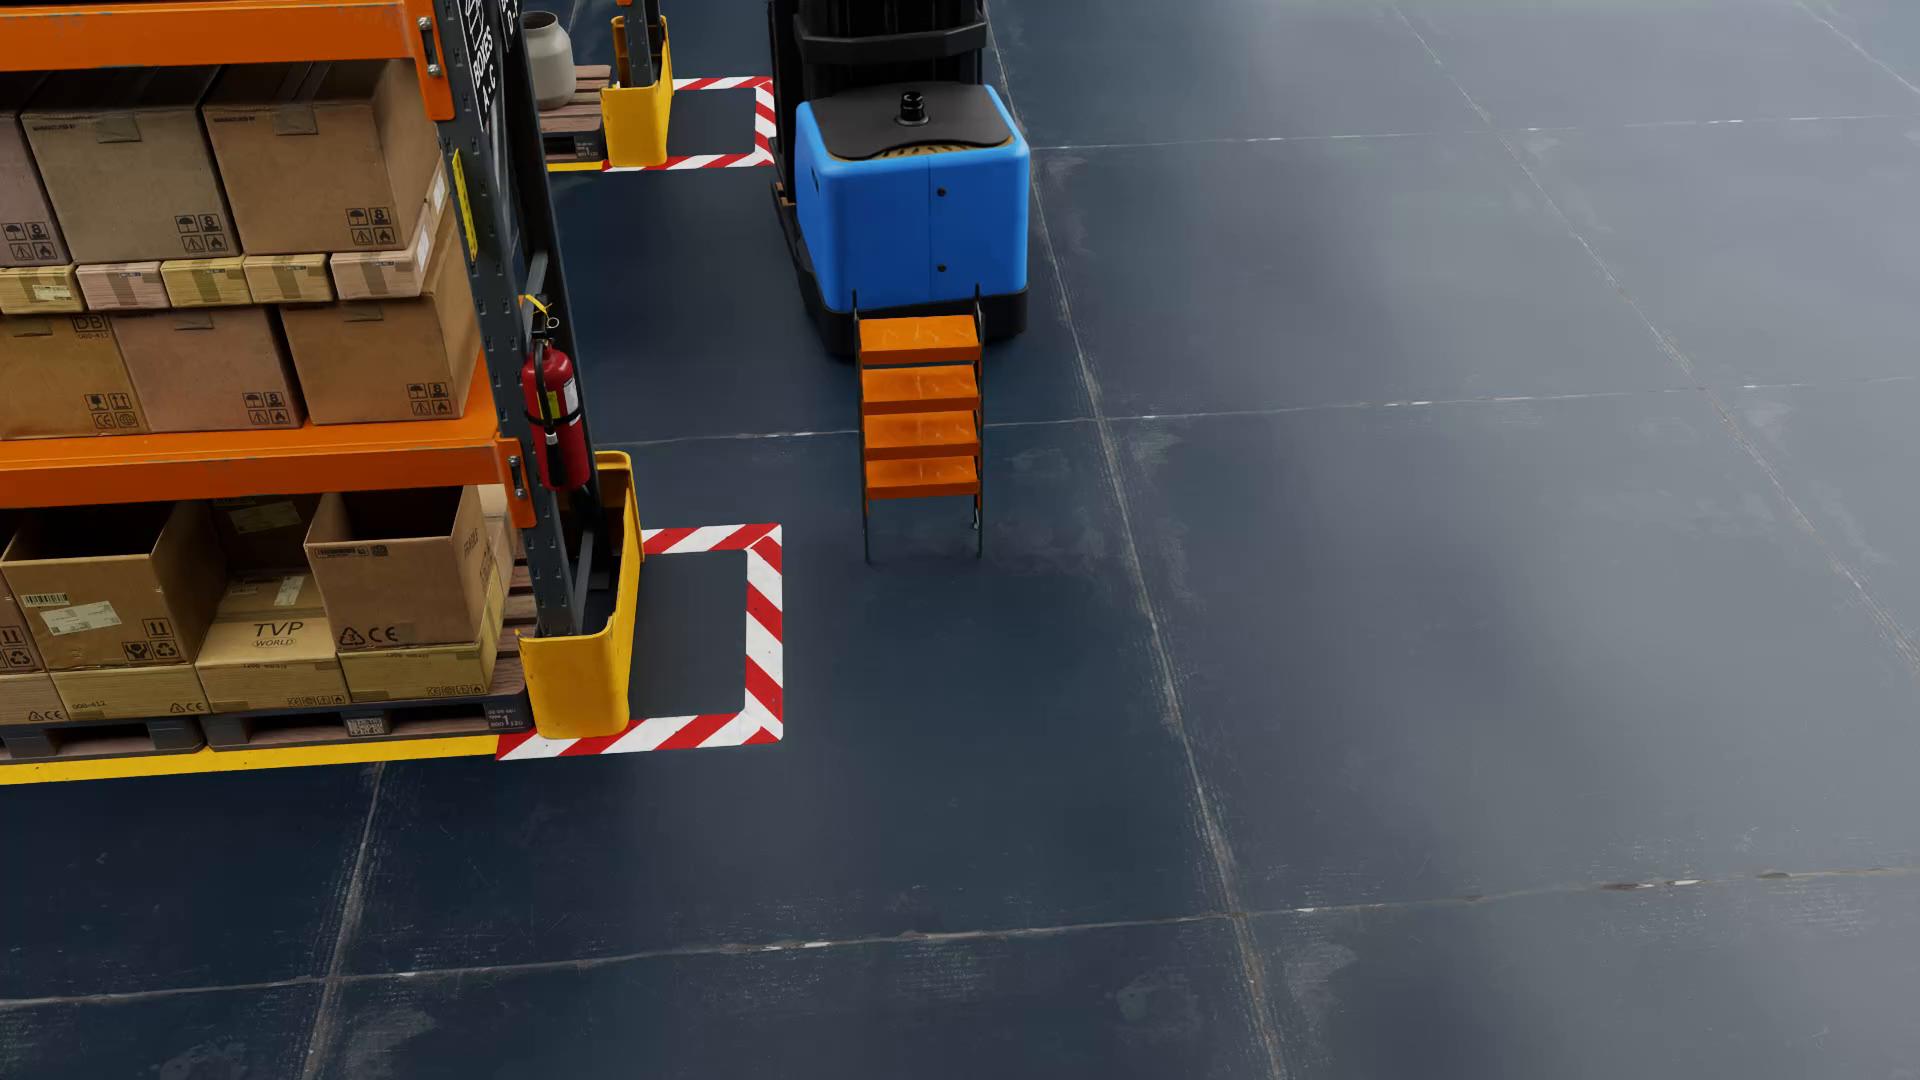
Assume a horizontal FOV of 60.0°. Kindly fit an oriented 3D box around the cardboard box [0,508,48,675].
[{"bbox_3d":[-3.512,0.136,5.931,0.500,0.500,0.500,-3,38,-4],"label":"cardboard box"}]

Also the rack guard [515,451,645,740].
[{"bbox_3d":[-1.488,0.193,6.602,0.348,0.500,1.175,-3,38,-4],"label":"rack guard"}]

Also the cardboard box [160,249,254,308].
[{"bbox_3d":[-2.391,-0.913,5.382,0.250,0.149,0.380,-4,38,-5],"label":"cardboard box"}]

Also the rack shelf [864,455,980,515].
[{"bbox_3d":[-0.165,-0.253,7.032,0.480,0.148,0.258,-3,38,-4],"label":"rack shelf"}]

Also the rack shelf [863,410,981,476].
[{"bbox_3d":[-0.165,-0.409,6.909,0.480,0.148,0.258,-3,38,-4],"label":"rack shelf"}]

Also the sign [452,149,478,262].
[{"bbox_3d":[-1.477,-0.999,4.969,0.005,0.325,0.100,-3,38,-4],"label":"sign"}]

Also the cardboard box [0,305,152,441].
[{"bbox_3d":[-2.995,-0.753,5.702,0.500,0.500,0.700,-3,38,-4],"label":"cardboard box"}]

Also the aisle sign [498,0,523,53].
[{"bbox_3d":[-1.473,-2.000,5.265,0.004,0.787,0.394,-3,38,-4],"label":"aisle sign"}]

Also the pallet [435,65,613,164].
[{"bbox_3d":[-2.828,-2.674,10.469,1.213,0.211,1.003,-3,38,-4],"label":"pallet"}]

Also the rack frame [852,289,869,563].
[{"bbox_3d":[-0.408,-0.449,6.850,0.015,1.200,0.240,-3,38,-4],"label":"rack frame"}]

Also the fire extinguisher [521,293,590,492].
[{"bbox_3d":[-1.353,-0.477,5.495,0.183,0.674,0.296,-3,38,-4],"label":"fire extinguisher"}]

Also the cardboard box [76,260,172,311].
[{"bbox_3d":[-2.641,-0.901,5.366,0.250,0.149,0.380,-3,38,-3],"label":"cardboard box"}]

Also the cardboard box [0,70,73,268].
[{"bbox_3d":[-3.056,-1.255,5.291,0.500,0.500,0.700,-3,38,-4],"label":"cardboard box"}]

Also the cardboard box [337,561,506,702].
[{"bbox_3d":[-2.020,0.339,6.279,0.500,0.250,0.500,-3,38,-4],"label":"cardboard box"}]

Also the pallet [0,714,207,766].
[{"bbox_3d":[-3.482,0.440,6.522,1.213,0.211,1.003,-3,38,-4],"label":"pallet"}]

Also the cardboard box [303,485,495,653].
[{"bbox_3d":[-2.019,0.046,6.046,0.500,0.500,0.500,-3,38,-4],"label":"cardboard box"}]

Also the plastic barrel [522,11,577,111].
[{"bbox_3d":[-2.595,-2.949,10.235,0.421,0.512,0.421,0,38,0],"label":"plastic barrel"}]

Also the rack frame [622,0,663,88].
[{"bbox_3d":[-1.947,-3.844,9.700,0.127,3.000,1.000,-3,38,-4],"label":"rack frame"}]

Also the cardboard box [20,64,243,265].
[{"bbox_3d":[-2.554,-1.283,5.326,0.500,0.500,0.700,-4,38,-5],"label":"cardboard box"}]

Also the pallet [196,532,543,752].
[{"bbox_3d":[-2.270,0.375,6.604,1.213,0.211,1.003,-3,38,-4],"label":"pallet"}]

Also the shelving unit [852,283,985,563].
[{"bbox_3d":[-0.165,-0.462,6.867,0.503,1.200,0.258,-3,38,-4],"label":"shelving unit"}]

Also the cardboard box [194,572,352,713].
[{"bbox_3d":[-2.516,0.374,6.235,0.500,0.250,0.500,-3,38,-4],"label":"cardboard box"}]

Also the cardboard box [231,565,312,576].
[{"bbox_3d":[-2.563,0.049,6.647,0.500,0.250,0.500,-3,38,-4],"label":"cardboard box"}]

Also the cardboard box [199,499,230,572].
[{"bbox_3d":[-3.060,-0.211,6.371,0.500,0.500,0.500,-3,38,-4],"label":"cardboard box"}]

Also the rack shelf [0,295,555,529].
[{"bbox_3d":[-3.504,-0.395,5.910,4.000,0.370,1.077,-3,38,-4],"label":"rack shelf"}]

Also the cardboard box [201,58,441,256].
[{"bbox_3d":[-2.030,-1.315,5.367,0.500,0.500,0.700,-3,38,-4],"label":"cardboard box"}]

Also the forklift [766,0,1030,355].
[{"bbox_3d":[-0.478,-2.992,8.676,1.130,2.935,3.031,-8,39,-10],"label":"forklift"}]

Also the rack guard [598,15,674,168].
[{"bbox_3d":[-2.018,-2.829,10.432,0.348,0.500,1.175,-3,38,-4],"label":"rack guard"}]

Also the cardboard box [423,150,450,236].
[{"bbox_3d":[-1.921,-1.193,5.735,0.250,0.149,0.380,-3,38,-4],"label":"cardboard box"}]

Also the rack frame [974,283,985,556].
[{"bbox_3d":[0.078,-0.475,6.884,0.015,1.200,0.240,-3,38,-4],"label":"rack frame"}]

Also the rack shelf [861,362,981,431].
[{"bbox_3d":[-0.165,-0.585,6.770,0.480,0.148,0.258,-3,38,-4],"label":"rack shelf"}]

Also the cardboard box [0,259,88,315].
[{"bbox_3d":[-2.903,-0.886,5.347,0.250,0.149,0.380,-2,38,-3],"label":"cardboard box"}]

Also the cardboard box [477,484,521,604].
[{"bbox_3d":[-2.065,0.019,6.684,0.500,0.250,0.500,-3,38,-4],"label":"cardboard box"}]

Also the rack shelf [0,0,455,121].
[{"bbox_3d":[-3.504,-1.573,4.981,4.000,0.370,1.077,-3,38,-4],"label":"rack shelf"}]

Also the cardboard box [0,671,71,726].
[{"bbox_3d":[-3.513,0.429,6.166,0.500,0.250,0.500,-3,38,-4],"label":"cardboard box"}]

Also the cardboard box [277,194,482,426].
[{"bbox_3d":[-1.978,-0.809,5.773,0.500,0.500,0.700,-3,38,-4],"label":"cardboard box"}]

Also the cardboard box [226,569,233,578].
[{"bbox_3d":[-3.061,0.076,6.612,0.500,0.250,0.500,-3,38,-4],"label":"cardboard box"}]

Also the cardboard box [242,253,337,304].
[{"bbox_3d":[-2.136,-0.927,5.399,0.250,0.149,0.380,-2,38,-3],"label":"cardboard box"}]

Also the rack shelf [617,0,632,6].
[{"bbox_3d":[-3.939,-3.452,9.784,4.000,0.370,1.077,-3,38,-4],"label":"rack shelf"}]

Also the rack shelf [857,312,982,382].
[{"bbox_3d":[-0.165,-0.770,6.623,0.480,0.148,0.258,-3,38,-4],"label":"rack shelf"}]

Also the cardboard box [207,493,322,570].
[{"bbox_3d":[-2.563,-0.246,6.416,0.500,0.500,0.500,-3,38,-4],"label":"cardboard box"}]

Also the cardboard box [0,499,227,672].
[{"bbox_3d":[-3.014,0.110,5.965,0.500,0.500,0.500,-3,38,-4],"label":"cardboard box"}]

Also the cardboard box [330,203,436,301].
[{"bbox_3d":[-1.875,-0.943,5.419,0.250,0.149,0.380,-4,38,-5],"label":"cardboard box"}]

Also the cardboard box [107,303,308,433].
[{"bbox_3d":[-2.500,-0.777,5.732,0.500,0.500,0.700,-2,38,-3],"label":"cardboard box"}]

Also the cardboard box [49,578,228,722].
[{"bbox_3d":[-3.014,0.402,6.199,0.500,0.250,0.500,-3,38,-4],"label":"cardboard box"}]

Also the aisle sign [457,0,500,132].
[{"bbox_3d":[-1.420,-1.630,4.796,0.004,0.787,0.394,-3,38,-4],"label":"aisle sign"}]

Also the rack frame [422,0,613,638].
[{"bbox_3d":[-1.512,-0.787,5.826,0.127,3.000,1.000,-3,38,-4],"label":"rack frame"}]
